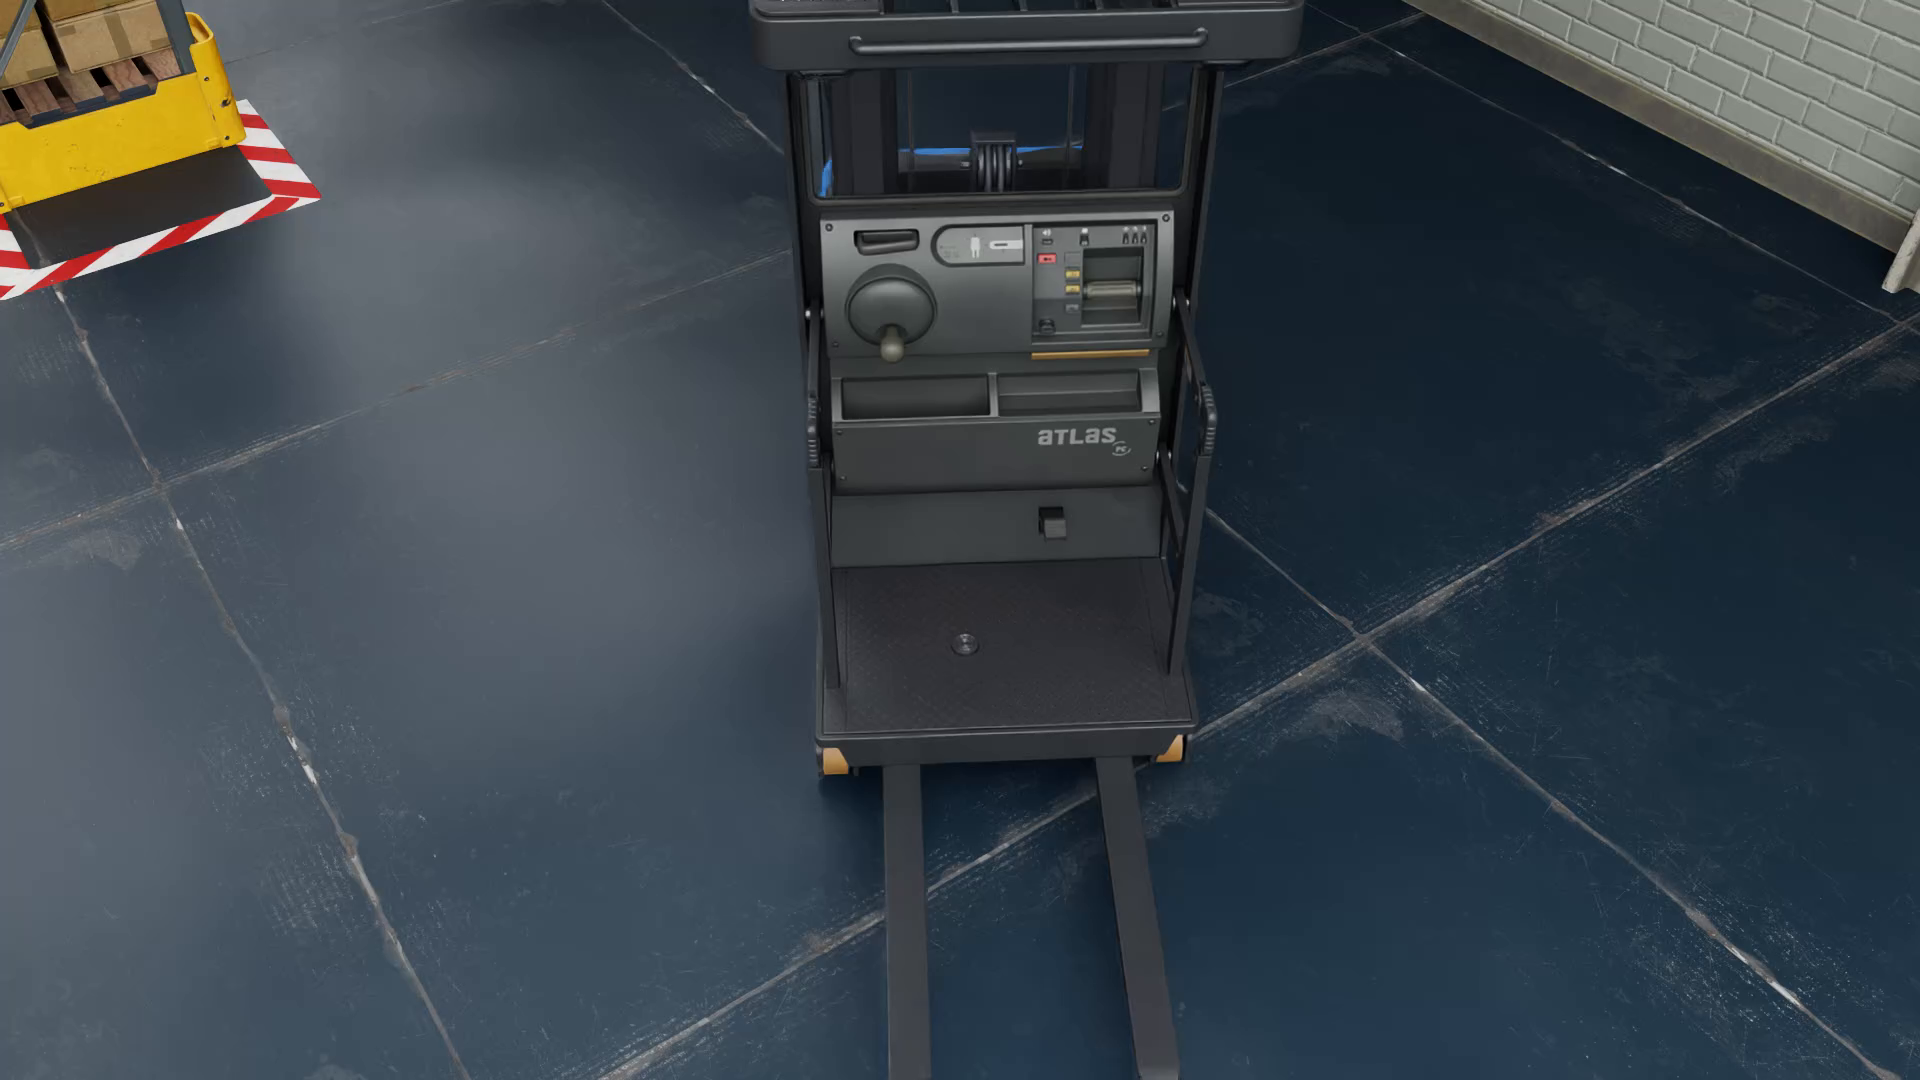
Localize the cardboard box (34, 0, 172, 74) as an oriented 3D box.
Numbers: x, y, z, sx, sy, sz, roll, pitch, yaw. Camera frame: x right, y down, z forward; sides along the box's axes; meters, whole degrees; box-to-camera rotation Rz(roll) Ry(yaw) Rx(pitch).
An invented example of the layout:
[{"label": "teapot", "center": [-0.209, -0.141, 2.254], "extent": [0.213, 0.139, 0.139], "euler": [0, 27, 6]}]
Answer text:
[{"label": "cardboard box", "center": [-4.051, -2.483, 7.866], "extent": [0.500, 0.250, 0.500], "euler": [-26, 49, -25]}]

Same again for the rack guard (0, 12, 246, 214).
[{"label": "rack guard", "center": [-3.860, -1.898, 7.377], "extent": [1.175, 0.500, 0.348], "euler": [-26, 49, -24]}]

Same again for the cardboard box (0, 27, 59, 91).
[{"label": "cardboard box", "center": [-4.513, -2.282, 7.655], "extent": [0.500, 0.250, 0.500], "euler": [-26, 49, -25]}]

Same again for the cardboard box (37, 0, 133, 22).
[{"label": "cardboard box", "center": [-4.065, -2.767, 7.621], "extent": [0.500, 0.500, 0.500], "euler": [-27, 50, -26]}]

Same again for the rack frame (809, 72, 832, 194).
[{"label": "rack frame", "center": [-0.477, -1.381, 6.111], "extent": [0.032, 1.500, 0.500], "euler": [2, 44, 2]}]

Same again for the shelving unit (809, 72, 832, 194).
[{"label": "shelving unit", "center": [0.021, -1.361, 6.090], "extent": [1.083, 1.500, 0.587], "euler": [2, 44, 2]}]

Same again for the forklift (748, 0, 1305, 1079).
[{"label": "forklift", "center": [0.113, -0.589, 4.244], "extent": [1.130, 2.935, 3.031], "euler": [-2, 44, -2]}]

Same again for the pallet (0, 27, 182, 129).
[{"label": "pallet", "center": [-4.295, -2.268, 7.973], "extent": [1.003, 0.211, 1.213], "euler": [-26, 49, -24]}]

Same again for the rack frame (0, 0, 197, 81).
[{"label": "rack frame", "center": [-3.816, -2.760, 6.468], "extent": [1.000, 3.000, 0.127], "euler": [-26, 49, -24]}]

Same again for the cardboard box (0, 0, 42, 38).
[{"label": "cardboard box", "center": [-4.488, -2.539, 7.381], "extent": [0.500, 0.500, 0.500], "euler": [-25, 49, -24]}]

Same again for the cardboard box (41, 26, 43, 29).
[{"label": "cardboard box", "center": [-4.337, -2.775, 8.172], "extent": [0.500, 0.250, 0.500], "euler": [-24, 49, -23]}]
